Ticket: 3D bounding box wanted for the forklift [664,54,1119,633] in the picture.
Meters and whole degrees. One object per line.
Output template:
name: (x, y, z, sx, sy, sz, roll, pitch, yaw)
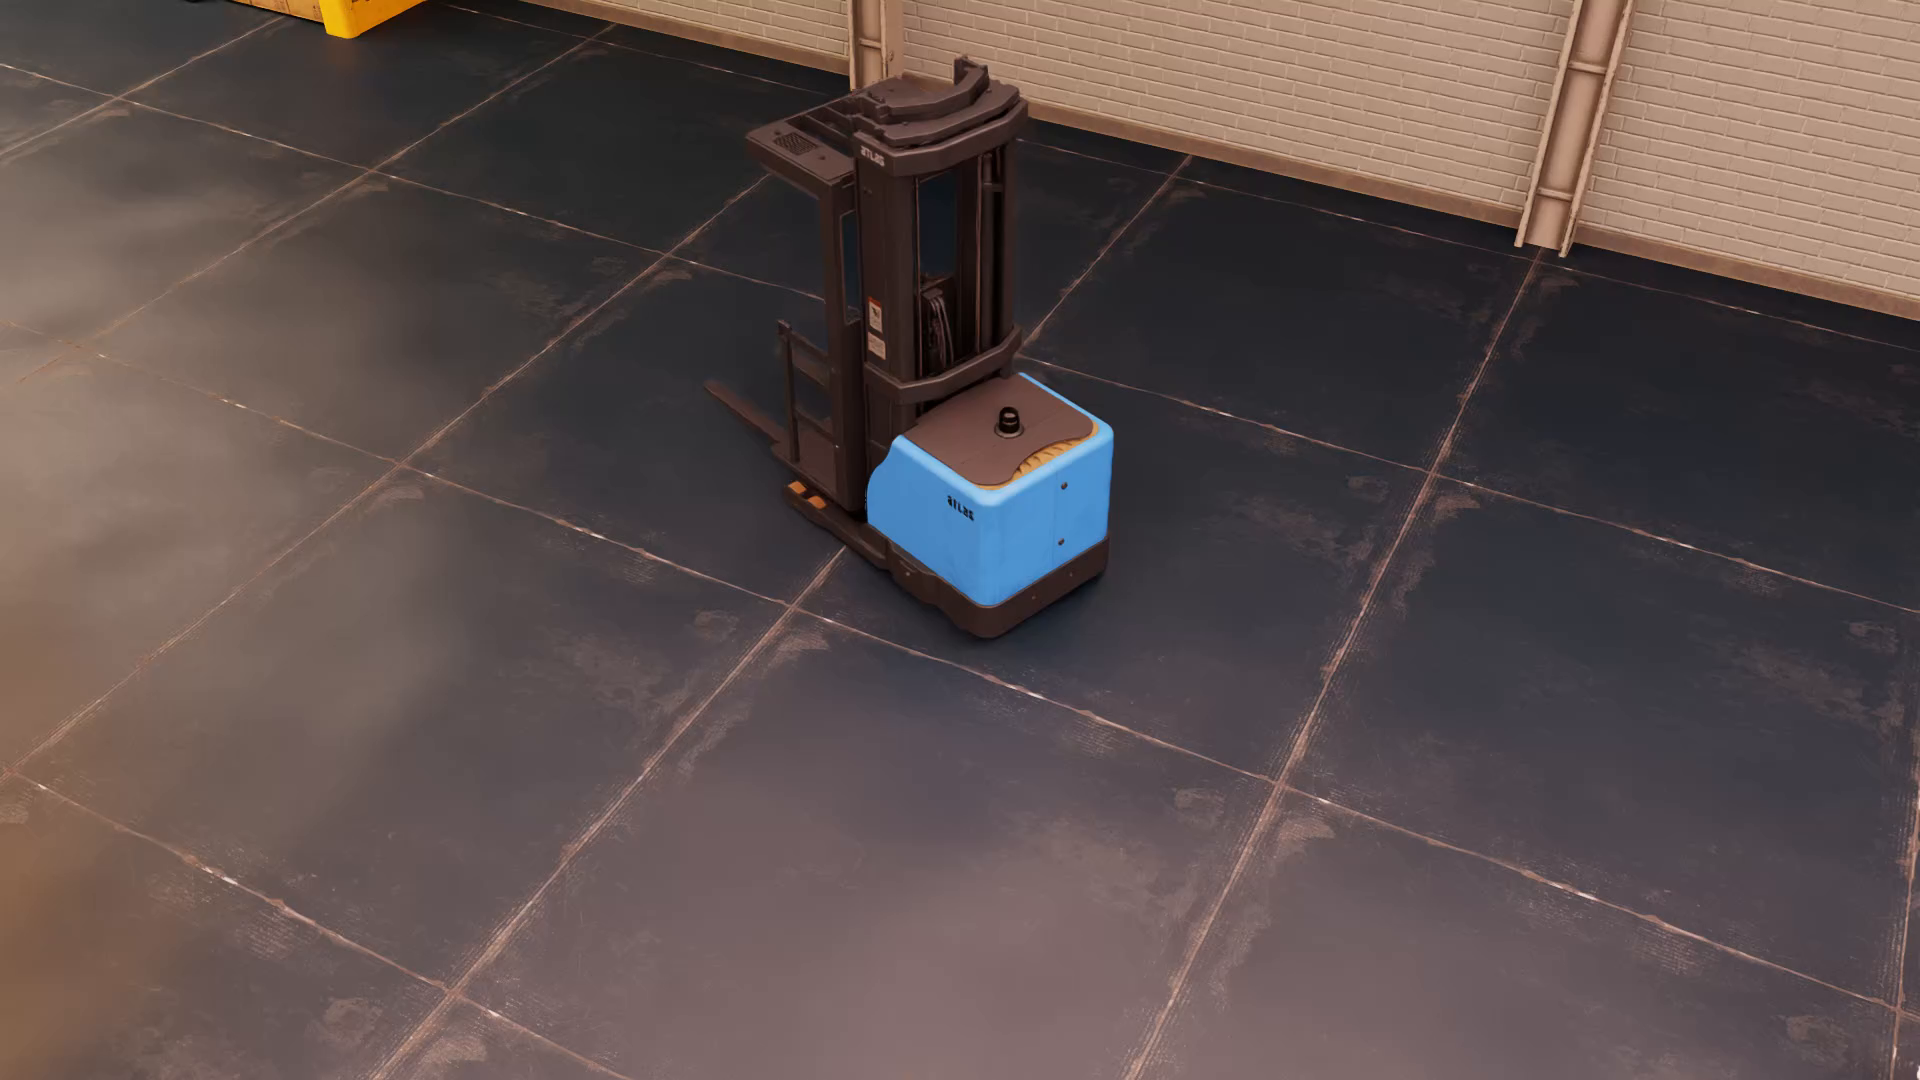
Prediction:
forklift: (-0.549, -1.375, 9.619, 3.031, 2.935, 1.130, 27, 47, 28)
